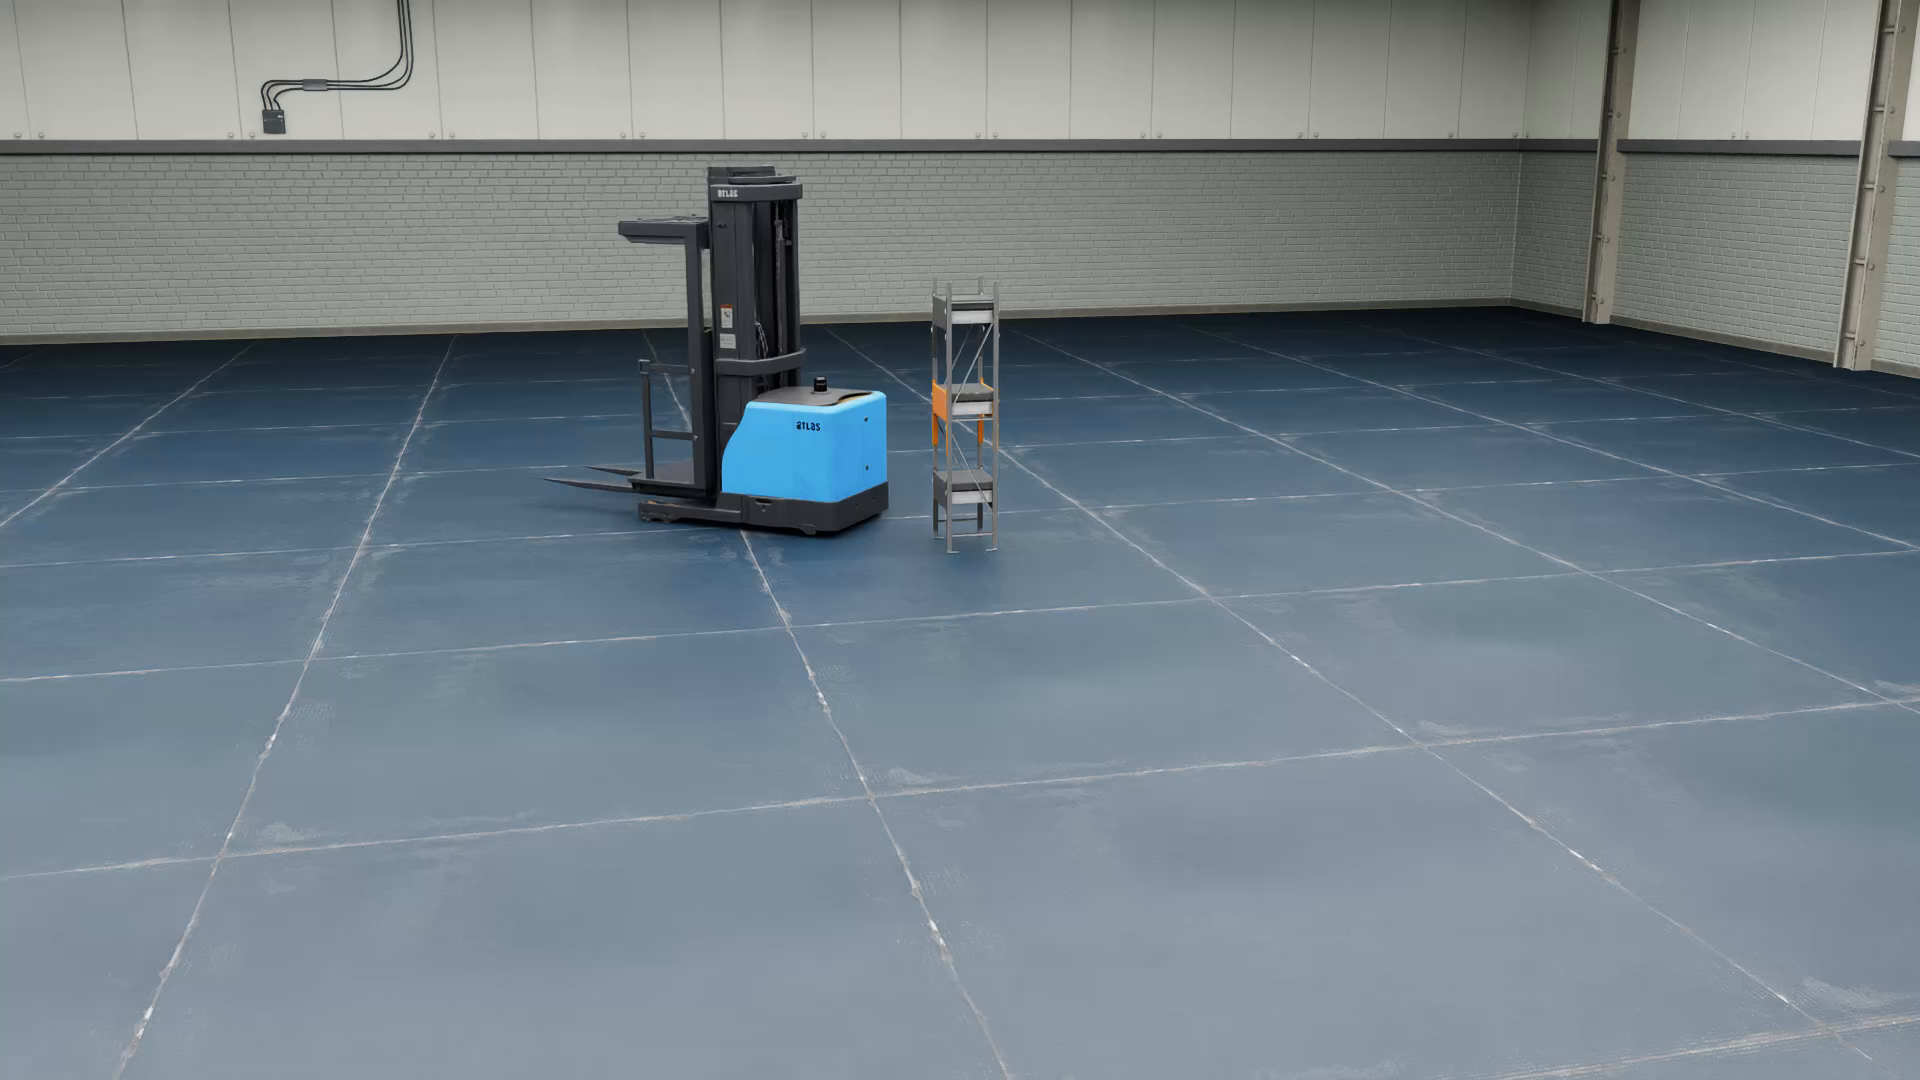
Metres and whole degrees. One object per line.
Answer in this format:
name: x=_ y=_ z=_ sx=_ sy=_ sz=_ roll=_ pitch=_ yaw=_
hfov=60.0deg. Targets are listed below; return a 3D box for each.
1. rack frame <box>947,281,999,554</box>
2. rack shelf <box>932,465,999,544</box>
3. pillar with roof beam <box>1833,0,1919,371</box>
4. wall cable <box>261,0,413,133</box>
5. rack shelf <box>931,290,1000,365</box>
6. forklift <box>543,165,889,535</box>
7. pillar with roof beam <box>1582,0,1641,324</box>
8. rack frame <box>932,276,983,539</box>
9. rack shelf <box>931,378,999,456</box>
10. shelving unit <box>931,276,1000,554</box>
rack frame: x=0.096 y=-0.926 z=12.791 sx=0.400 sy=2.100 sz=0.015 roll=-3 pitch=14 yaw=-13
rack shelf: x=0.039 y=-0.289 z=13.191 sx=0.431 sy=0.518 sz=0.480 roll=-3 pitch=14 yaw=-13
pillar with roof beam: x=8.290 y=-6.530 z=21.195 sx=9.100 sy=9.000 sz=0.400 roll=-3 pitch=14 yaw=-13
wall cable: x=-9.729 y=-9.329 z=25.486 sx=2.305 sy=6.003 sz=0.169 roll=-3 pitch=14 yaw=-13
rack shelf: x=0.039 y=-1.649 z=12.859 sx=0.431 sy=0.518 sz=0.480 roll=-3 pitch=14 yaw=-13
forklift: x=-2.171 y=-1.674 z=14.104 sx=3.031 sy=2.935 sz=1.130 roll=6 pitch=15 yaw=23
pillar with roof beam: x=6.881 y=-7.914 z=26.860 sx=9.100 sy=9.000 sz=0.400 roll=-3 pitch=14 yaw=-13
rack frame: x=-0.018 y=-1.038 z=13.252 sx=0.400 sy=2.100 sz=0.015 roll=-3 pitch=14 yaw=-13
rack shelf: x=0.039 y=-0.969 z=13.025 sx=0.431 sy=0.518 sz=0.480 roll=-3 pitch=14 yaw=-13
shelving unit: x=0.039 y=-0.982 z=13.022 sx=0.431 sy=2.100 sz=0.503 roll=-3 pitch=14 yaw=-13
